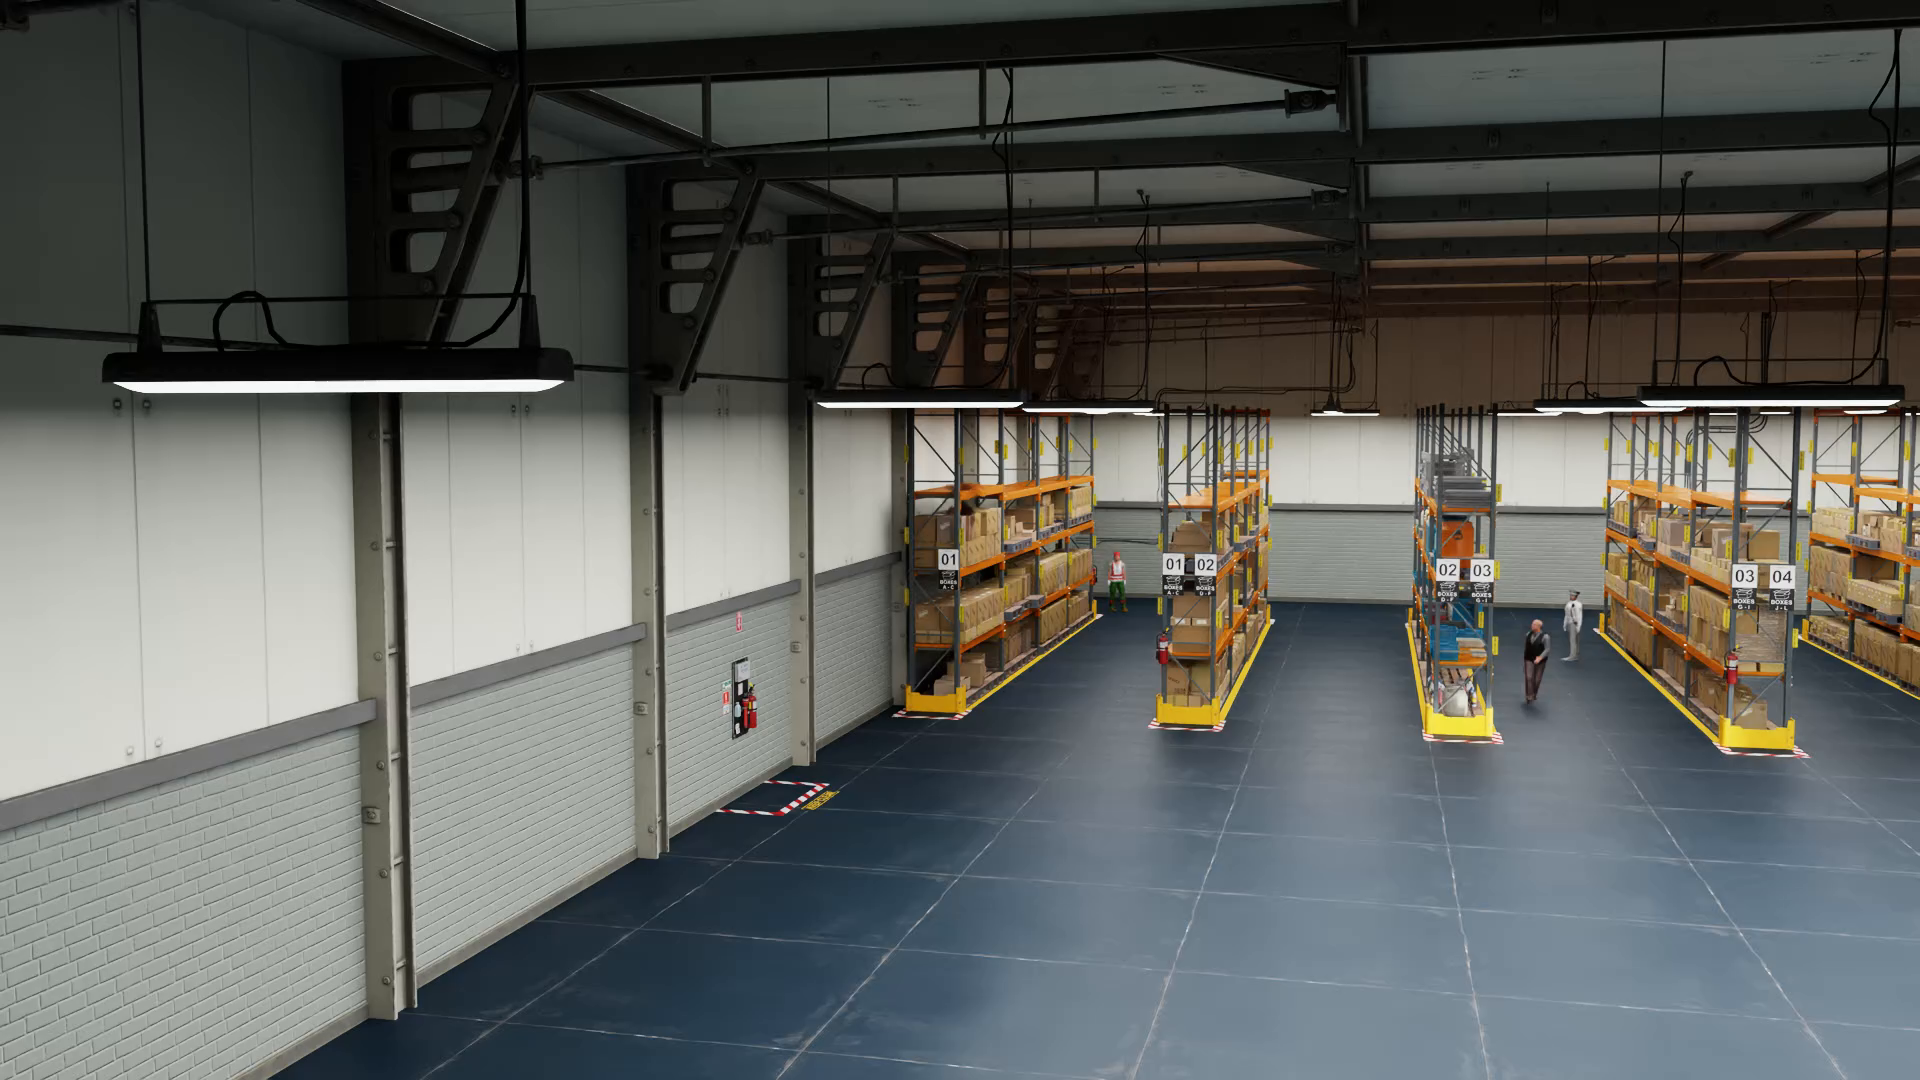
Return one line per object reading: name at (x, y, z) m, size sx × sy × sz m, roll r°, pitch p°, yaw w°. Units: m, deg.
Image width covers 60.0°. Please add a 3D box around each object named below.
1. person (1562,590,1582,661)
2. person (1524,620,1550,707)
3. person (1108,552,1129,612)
person at (14.467, 2.013, 39.415) m, size 0.450 × 1.688 × 0.497 m, roll 0°, pitch 4°, yaw 0°
person at (11.599, 2.465, 33.440) m, size 0.484 × 1.723 × 0.941 m, roll 1°, pitch 4°, yaw 16°
person at (4.692, 1.246, 49.324) m, size 0.568 × 1.795 × 0.595 m, roll -2°, pitch 5°, yaw -23°
